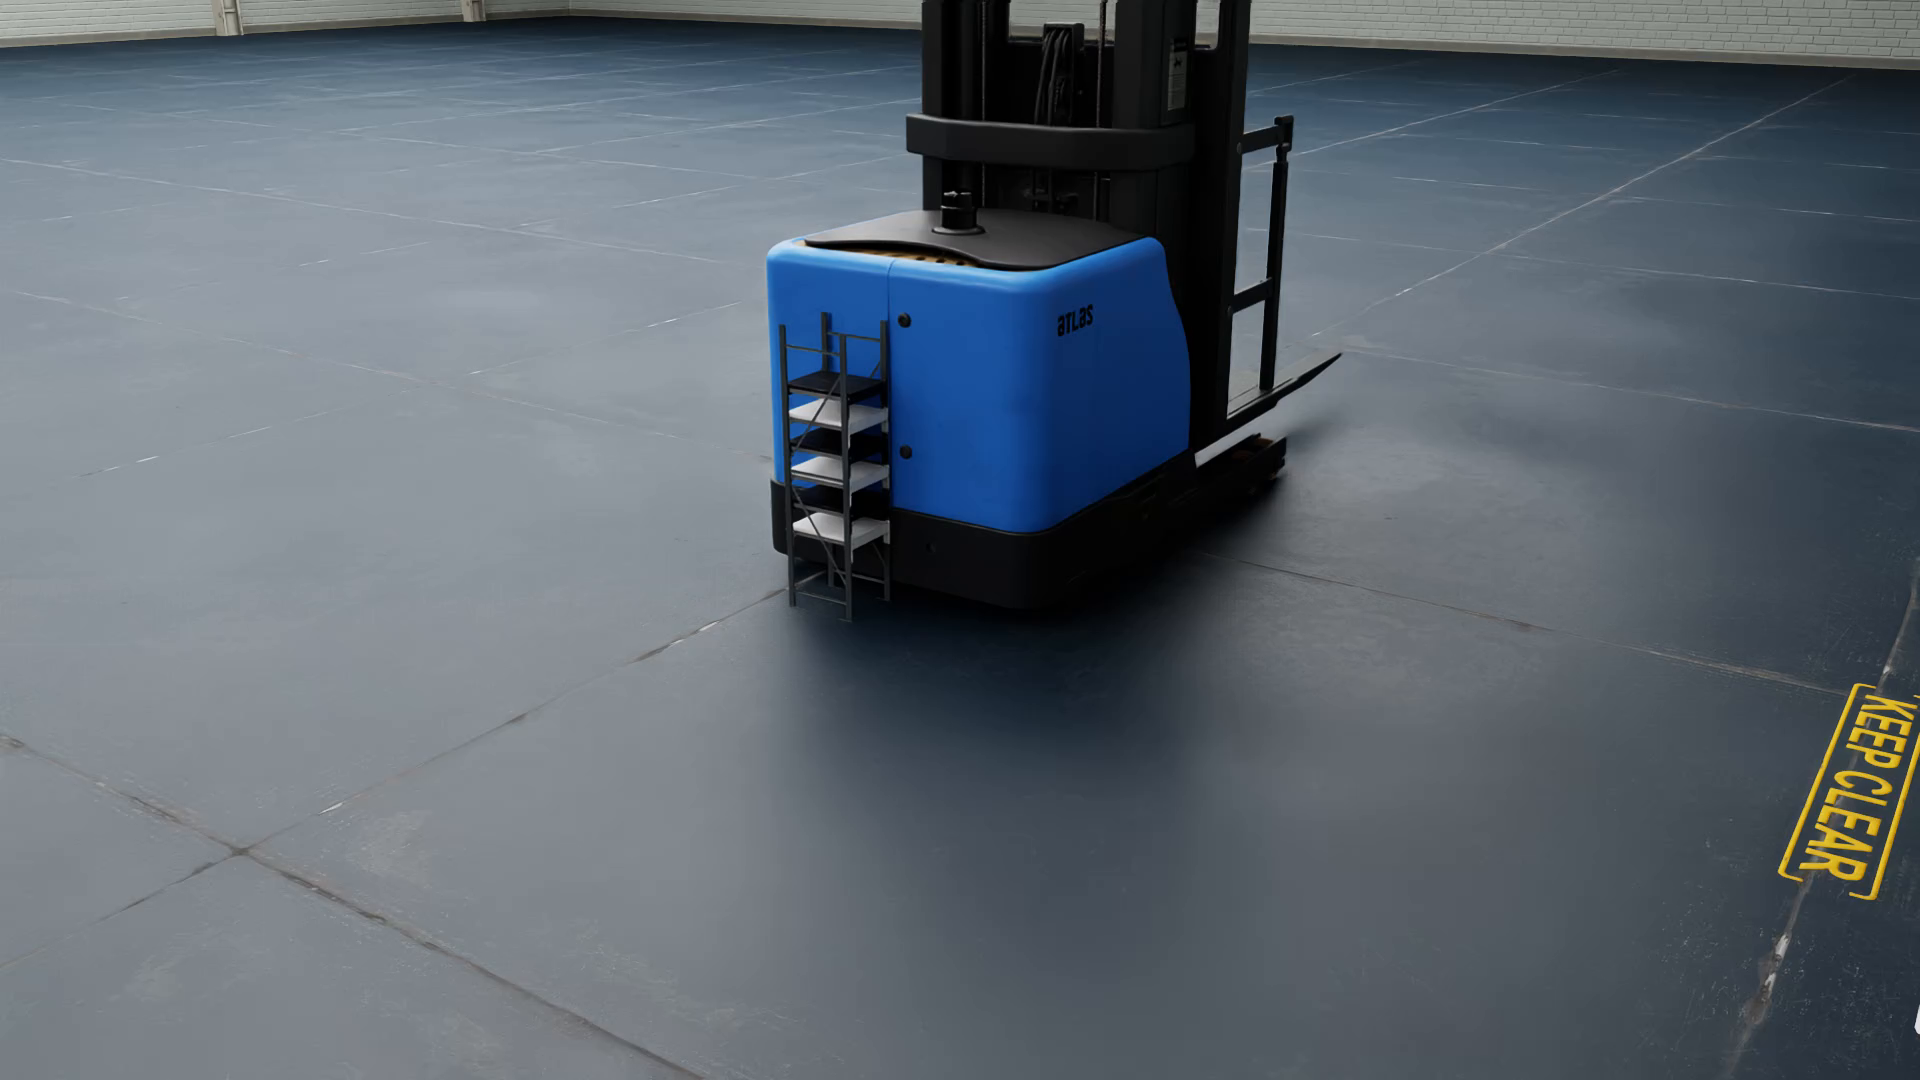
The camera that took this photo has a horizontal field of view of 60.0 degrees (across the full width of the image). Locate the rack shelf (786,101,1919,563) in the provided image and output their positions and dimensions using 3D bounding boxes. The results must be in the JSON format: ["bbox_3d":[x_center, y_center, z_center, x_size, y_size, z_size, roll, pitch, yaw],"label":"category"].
[{"bbox_3d":[7.333,-2.118,11.095,6.446,0.275,19.149,12,24,30],"label":"rack shelf"}]

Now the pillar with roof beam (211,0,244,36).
[{"bbox_3d":[-10.567,-13.154,28.355,9.100,9.000,0.400,13,24,32],"label":"pillar with roof beam"}]

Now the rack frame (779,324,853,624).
[{"bbox_3d":[-0.429,-0.189,4.979,0.240,0.900,0.006,12,24,30],"label":"rack frame"}]

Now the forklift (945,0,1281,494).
[{"bbox_3d":[0.602,-1.623,5.929,1.121,2.935,3.031,12,24,30],"label":"forklift"}]

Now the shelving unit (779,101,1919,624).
[{"bbox_3d":[7.332,-2.410,10.984,6.446,0.900,19.154,12,24,30],"label":"shelving unit"}]

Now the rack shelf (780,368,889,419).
[{"bbox_3d":[-0.374,-0.441,4.978,0.258,0.077,0.200,12,24,30],"label":"rack shelf"}]

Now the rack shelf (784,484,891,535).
[{"bbox_3d":[-0.374,-0.103,5.103,0.258,0.077,0.200,12,24,30],"label":"rack shelf"}]

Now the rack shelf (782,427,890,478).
[{"bbox_3d":[-0.374,-0.272,5.040,0.258,0.077,0.200,12,24,30],"label":"rack shelf"}]

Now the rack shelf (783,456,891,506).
[{"bbox_3d":[-0.374,-0.188,5.071,0.258,0.077,0.200,12,24,30],"label":"rack shelf"}]

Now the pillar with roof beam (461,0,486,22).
[{"bbox_3d":[-7.194,-14.875,33.009,9.100,9.000,0.400,13,24,32],"label":"pillar with roof beam"}]
